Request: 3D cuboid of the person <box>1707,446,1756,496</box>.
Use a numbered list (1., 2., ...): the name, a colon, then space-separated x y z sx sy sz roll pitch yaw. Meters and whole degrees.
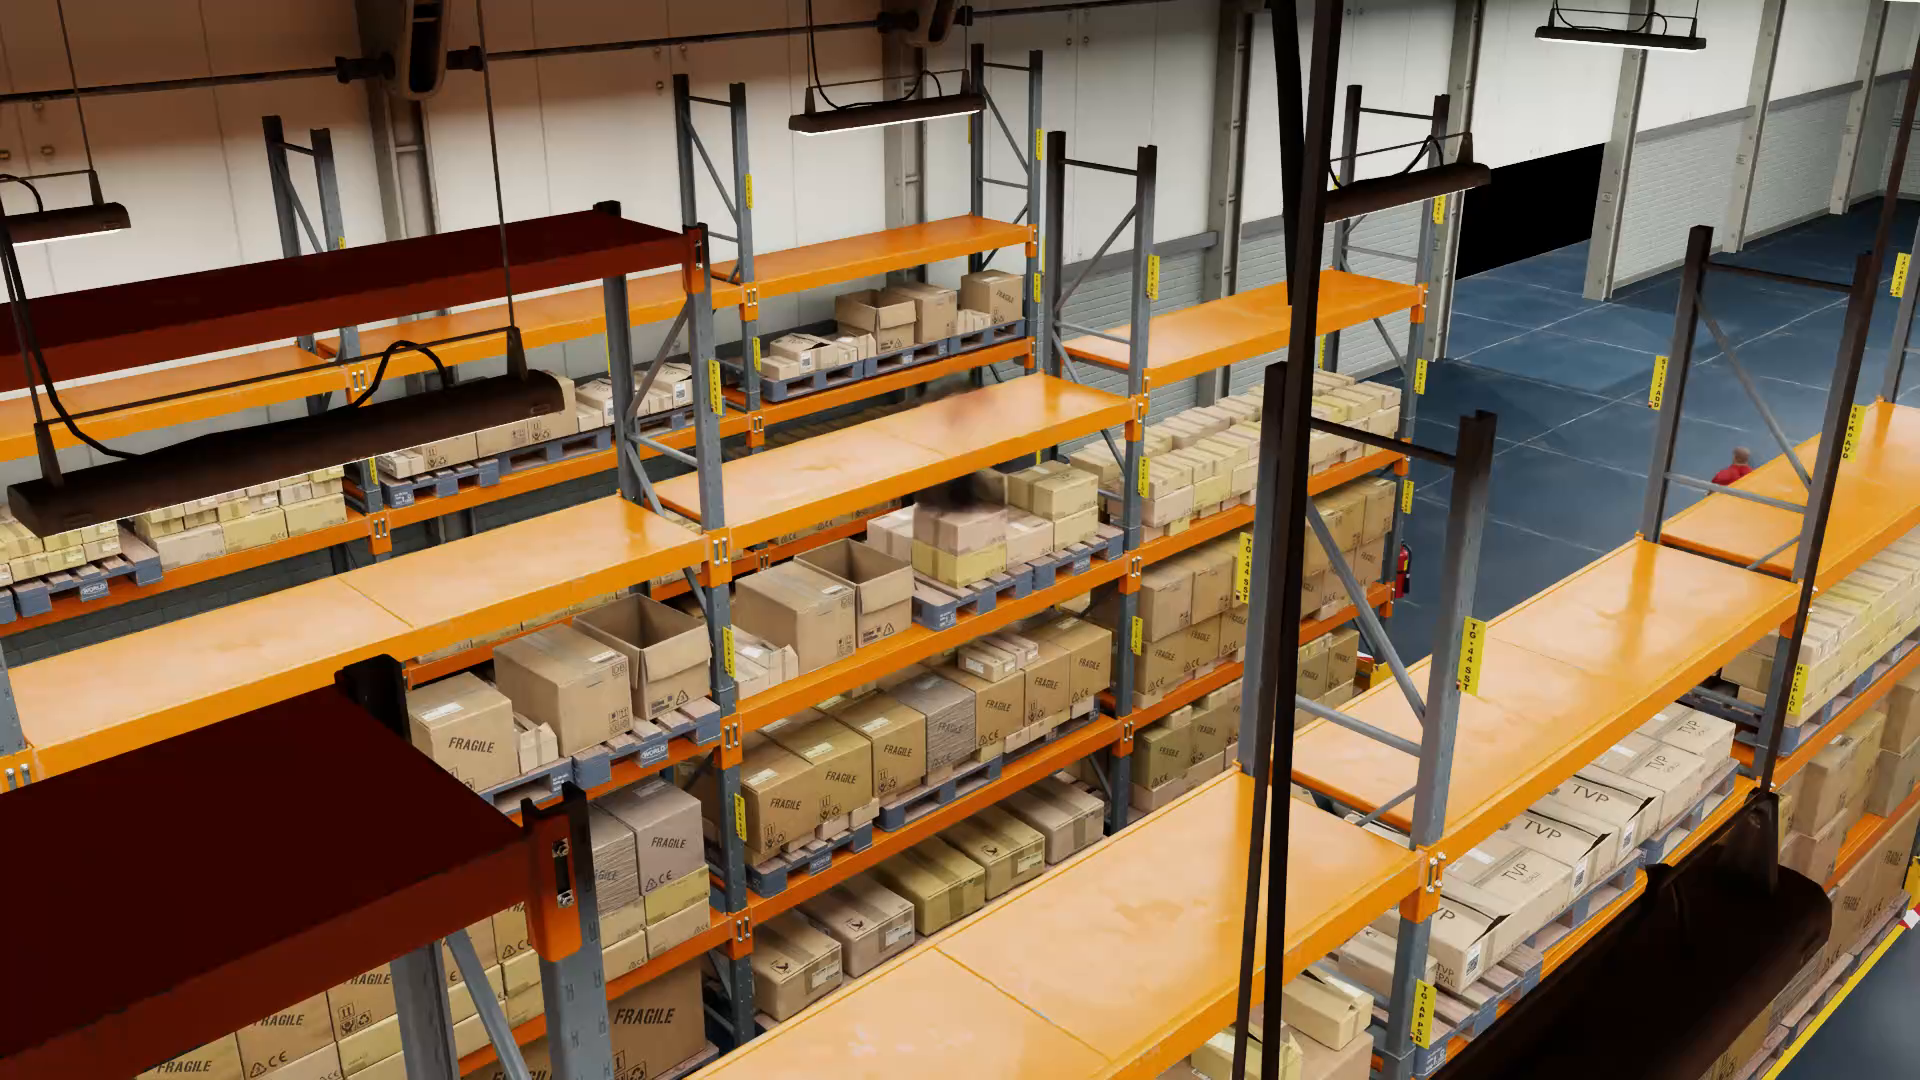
1. person: 8.950 -0.266 19.358 0.642 1.635 0.649 -1 22 -3
